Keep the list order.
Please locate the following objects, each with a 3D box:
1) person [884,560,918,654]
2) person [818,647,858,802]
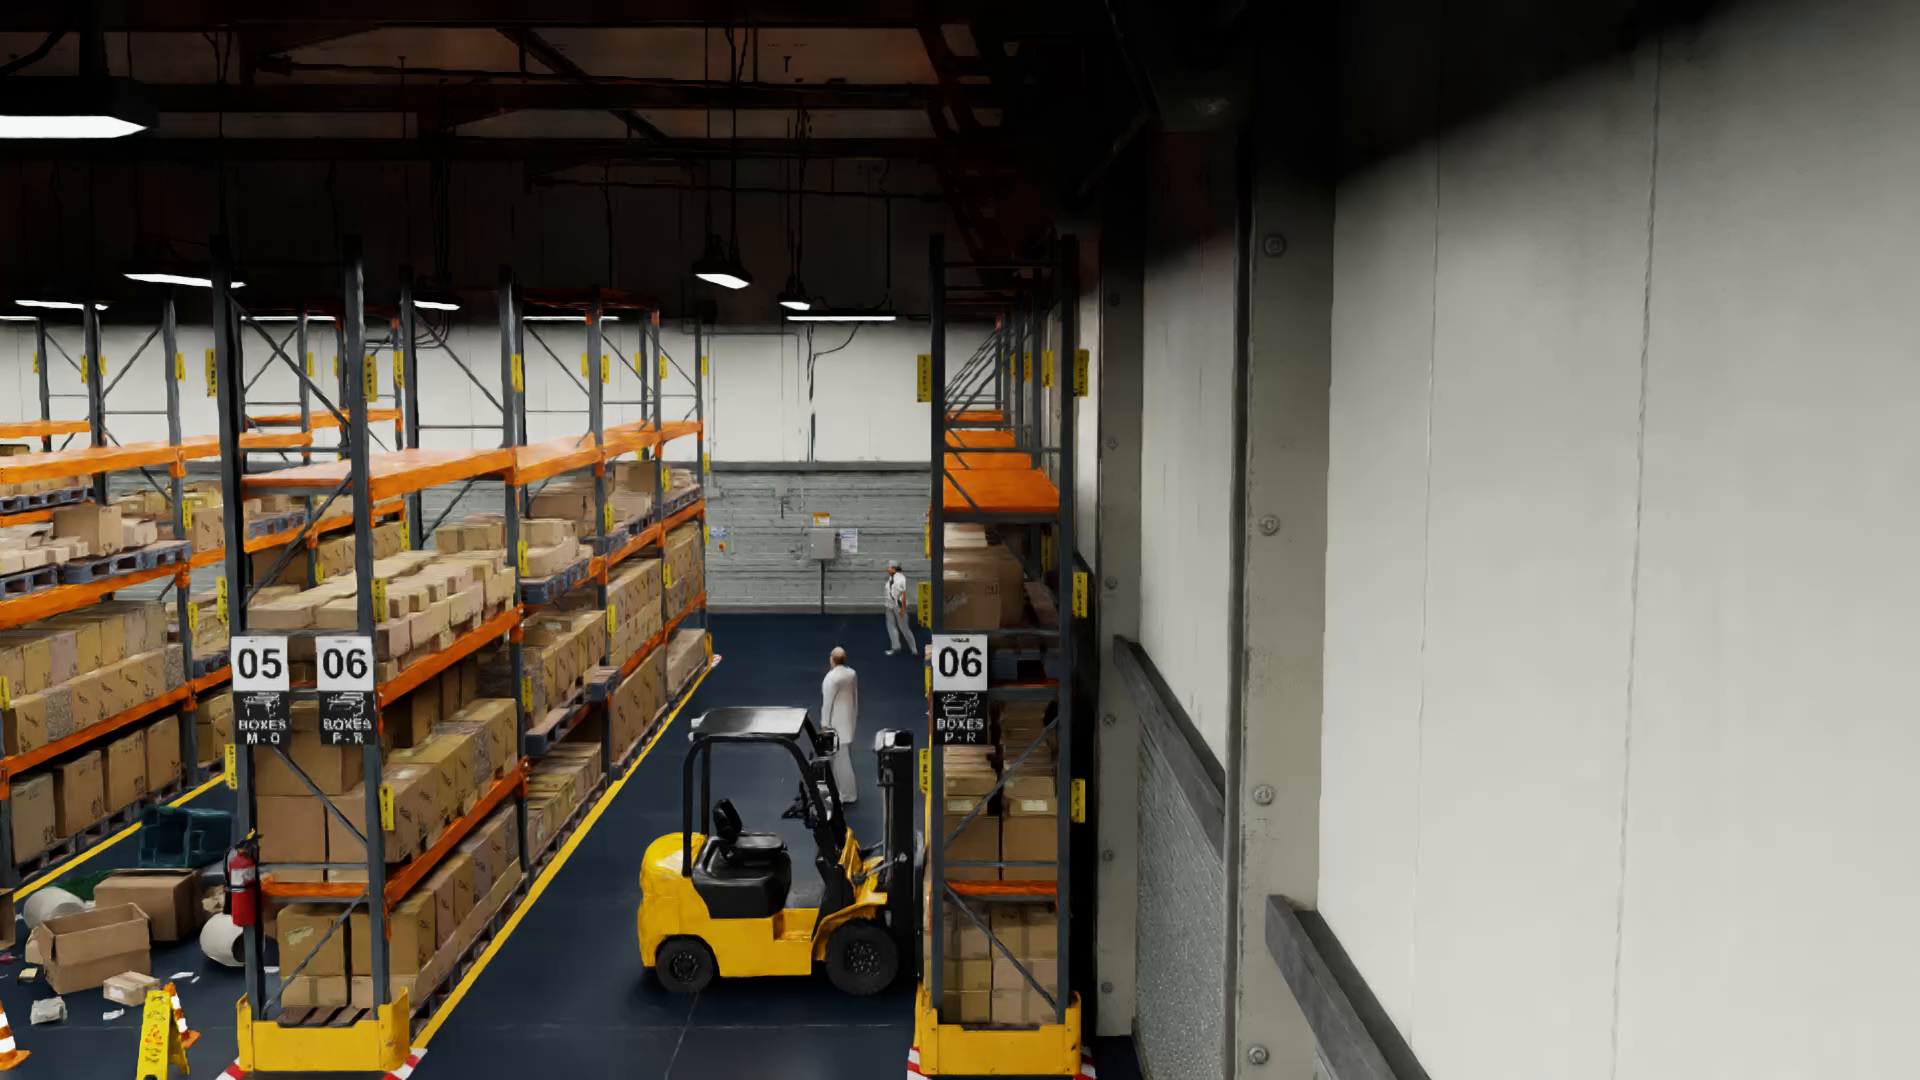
[{"bbox_3d":[-1.030,1.166,28.888,0.550,1.652,0.594,-3,7,-27],"label":"person"},{"bbox_3d":[-1.442,2.121,19.441,0.647,1.773,0.691,3,7,23],"label":"person"}]
